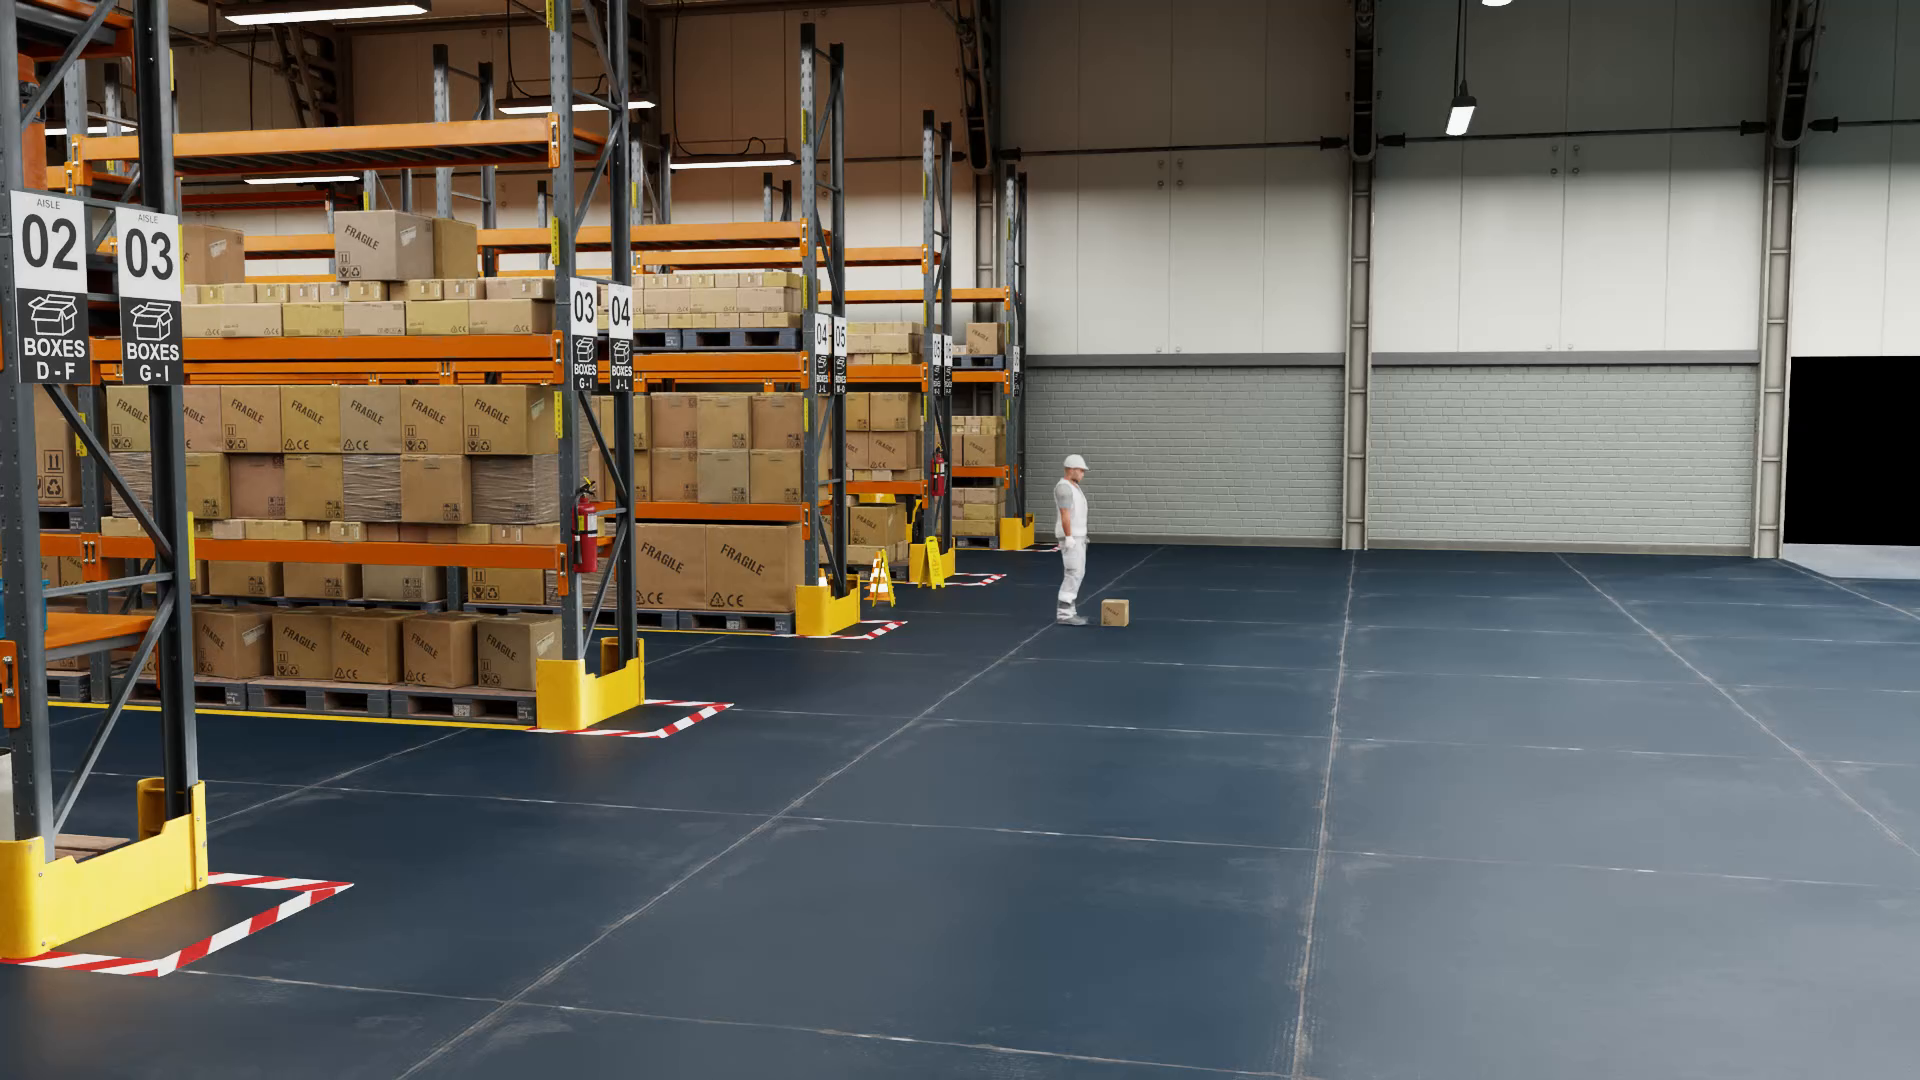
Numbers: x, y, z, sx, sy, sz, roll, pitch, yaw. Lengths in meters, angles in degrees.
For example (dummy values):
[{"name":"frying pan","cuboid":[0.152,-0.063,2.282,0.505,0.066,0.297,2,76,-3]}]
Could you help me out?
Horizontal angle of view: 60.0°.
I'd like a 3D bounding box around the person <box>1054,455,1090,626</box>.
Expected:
[{"name":"person","cuboid":[1.180,-0.005,17.464,0.357,1.779,0.529,1,5,15]}]
